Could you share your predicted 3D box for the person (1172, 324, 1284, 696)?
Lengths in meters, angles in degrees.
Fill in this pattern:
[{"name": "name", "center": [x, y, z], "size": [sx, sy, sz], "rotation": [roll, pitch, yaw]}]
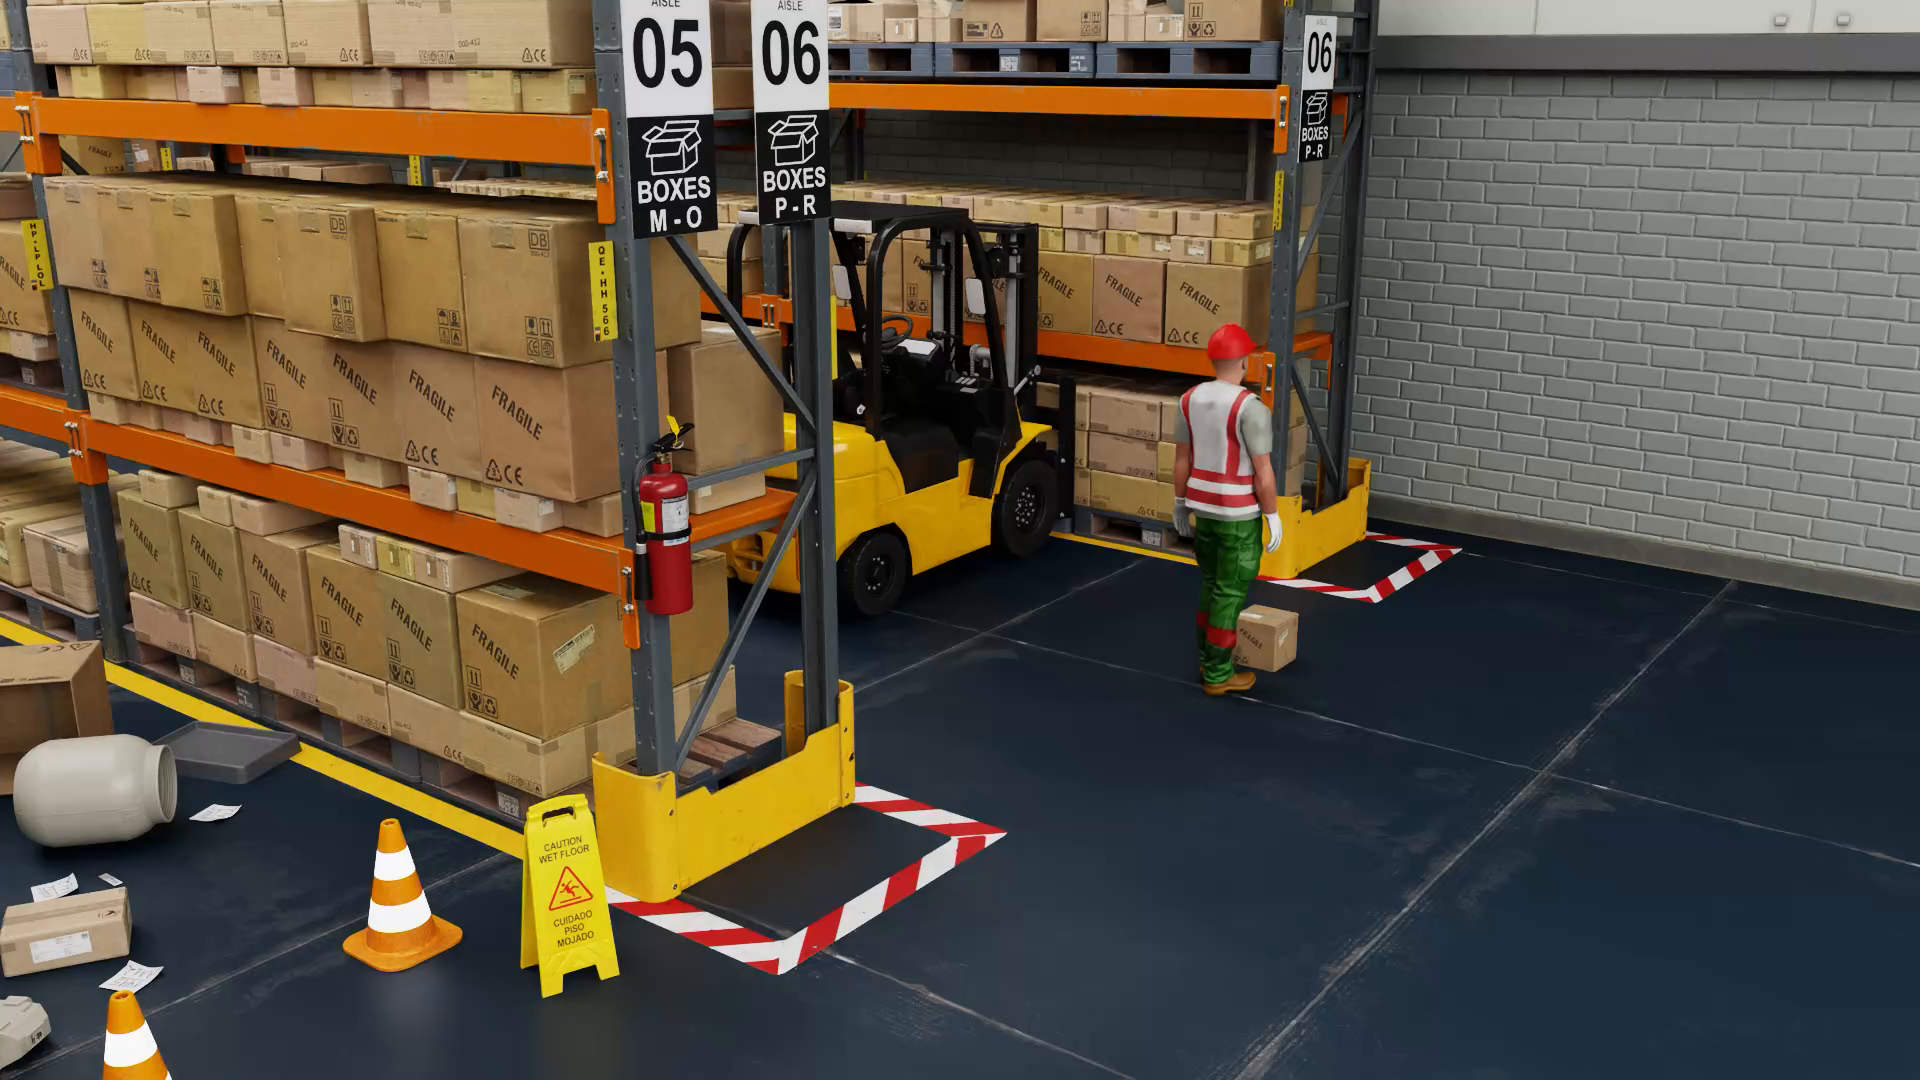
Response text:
[{"name": "person", "center": [1.327, -0.127, 7.967], "size": [0.496, 1.832, 0.585], "rotation": [-13, 21, -38]}]
